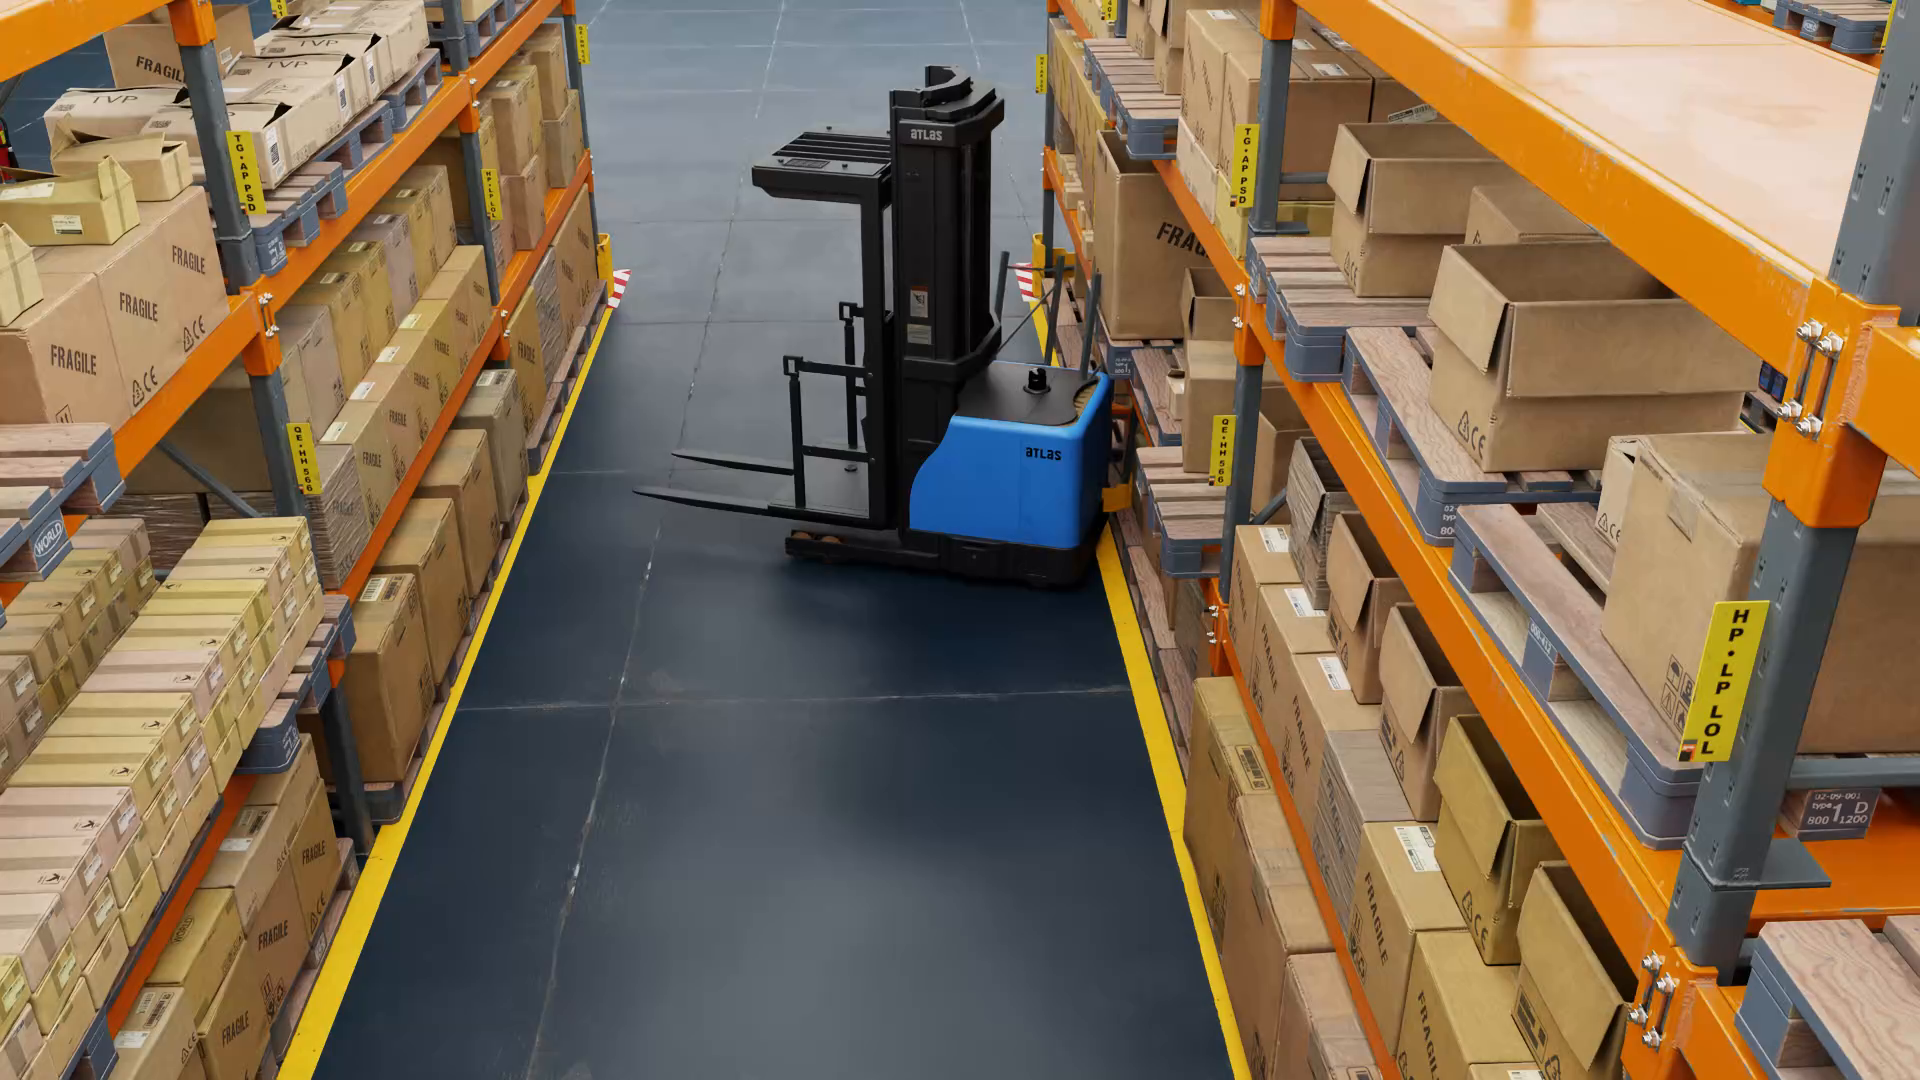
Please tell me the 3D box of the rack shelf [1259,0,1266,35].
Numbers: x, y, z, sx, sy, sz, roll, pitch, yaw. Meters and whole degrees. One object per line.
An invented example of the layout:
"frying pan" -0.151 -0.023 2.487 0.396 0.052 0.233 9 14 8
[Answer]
"rack shelf" 1.554 -3.004 7.990 1.077 0.370 4.000 -1 28 -3

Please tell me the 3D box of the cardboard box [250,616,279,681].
"cardboard box" -2.787 0.411 6.214 0.380 0.149 0.250 -1 28 -1

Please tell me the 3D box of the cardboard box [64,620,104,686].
"cardboard box" -3.441 0.426 6.186 0.380 0.149 0.250 -2 28 -4

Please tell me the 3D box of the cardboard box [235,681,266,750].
"cardboard box" -2.780 0.647 6.084 0.380 0.149 0.250 -2 28 -3

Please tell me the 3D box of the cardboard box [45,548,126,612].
"cardboard box" -3.452 0.160 6.375 0.380 0.149 0.250 -2 28 -4

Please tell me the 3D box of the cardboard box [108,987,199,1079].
"cardboard box" -2.918 1.764 5.563 0.500 0.250 0.500 0 28 -1

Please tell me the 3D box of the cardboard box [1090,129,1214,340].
"cardboard box" 1.352 -1.846 9.943 1.000 1.000 1.000 -1 28 -2

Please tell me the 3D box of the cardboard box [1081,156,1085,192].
"cardboard box" 1.386 -2.842 12.526 0.875 0.500 0.500 -1 28 -3

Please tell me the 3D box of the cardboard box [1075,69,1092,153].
"cardboard box" 1.099 -3.047 11.837 0.500 0.500 0.500 -1 28 -3

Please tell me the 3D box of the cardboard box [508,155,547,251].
"cardboard box" -3.502 -2.434 12.010 0.875 0.550 0.550 -1 28 -3

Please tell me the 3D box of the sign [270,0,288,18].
"sign" -4.063 -3.271 9.891 0.100 0.325 0.005 -1 28 -3

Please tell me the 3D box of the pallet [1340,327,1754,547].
"pallet" 1.807 -0.351 5.140 1.003 0.211 1.213 0 28 0

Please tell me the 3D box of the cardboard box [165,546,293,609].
"cardboard box" -2.805 0.149 6.396 0.380 0.149 0.250 -2 28 -3

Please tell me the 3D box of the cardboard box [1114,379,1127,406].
"cardboard box" 1.432 -1.292 12.233 0.500 0.500 0.500 7 28 14

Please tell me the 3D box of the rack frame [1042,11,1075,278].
"rack frame" 1.241 -3.612 14.431 1.000 3.000 0.127 -1 28 -3

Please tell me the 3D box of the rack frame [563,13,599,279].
"rack frame" -3.717 -3.539 14.291 1.000 3.000 0.127 -1 28 -3

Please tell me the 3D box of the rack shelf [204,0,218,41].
"rack shelf" -3.404 -2.931 7.850 1.077 0.370 4.000 -1 28 -3

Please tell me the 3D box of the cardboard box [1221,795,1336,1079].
"cardboard box" 1.713 1.570 6.340 1.225 0.875 0.875 -1 28 -2

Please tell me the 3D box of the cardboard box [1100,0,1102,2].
"cardboard box" 1.122 -3.587 10.871 0.380 0.149 0.250 -3 28 -5

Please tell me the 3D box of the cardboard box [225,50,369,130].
"cardboard box" -3.171 -2.173 7.963 0.500 0.311 0.500 -2 28 -4

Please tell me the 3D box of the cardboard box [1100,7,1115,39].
"cardboard box" 1.166 -3.232 10.622 0.500 0.250 0.500 0 28 -1

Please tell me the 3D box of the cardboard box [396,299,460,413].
"cardboard box" -3.161 -1.034 9.381 0.500 0.500 0.500 -1 28 -2

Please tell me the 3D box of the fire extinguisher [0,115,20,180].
"fire extinguisher" -8.201 -3.402 14.113 0.296 0.674 0.183 -1 28 -3

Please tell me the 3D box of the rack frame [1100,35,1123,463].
"rack frame" 1.450 -1.764 10.889 1.000 3.000 0.127 -1 28 -3

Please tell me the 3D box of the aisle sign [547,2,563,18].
"aisle sign" -3.421 -4.731 13.766 0.394 0.787 0.004 -1 28 -3

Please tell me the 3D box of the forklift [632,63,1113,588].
"forklift" -0.604 -1.379 10.225 3.031 2.935 1.130 8 28 14

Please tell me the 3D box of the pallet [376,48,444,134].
"pallet" -3.411 -2.514 9.290 0.805 0.209 1.217 -2 28 -5

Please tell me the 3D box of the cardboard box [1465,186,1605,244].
"cardboard box" 1.896 -0.801 5.237 0.500 0.500 0.500 0 28 0

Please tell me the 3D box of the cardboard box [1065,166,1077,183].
"cardboard box" 1.050 -2.901 13.339 0.380 0.149 0.250 -1 28 -3

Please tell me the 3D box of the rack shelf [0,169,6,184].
"rack shelf" -8.551 -2.130 12.368 1.077 0.370 4.000 -1 28 -3

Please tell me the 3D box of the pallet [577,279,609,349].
"pallet" -3.597 -1.935 14.231 1.003 0.211 1.213 -1 28 -3

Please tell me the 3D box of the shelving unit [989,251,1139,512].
"shelving unit" 0.674 -1.043 10.825 0.587 1.500 1.083 -2 17 -33

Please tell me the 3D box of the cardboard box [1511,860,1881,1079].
"cardboard box" 1.826 1.146 4.116 0.797 0.503 0.637 -2 28 -4

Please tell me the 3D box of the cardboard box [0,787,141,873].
"cardboard box" -2.721 0.875 5.004 0.380 0.149 0.250 0 28 -1

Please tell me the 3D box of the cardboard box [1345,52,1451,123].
"cardboard box" 1.891 -1.736 6.943 0.500 0.500 0.500 -1 28 -2

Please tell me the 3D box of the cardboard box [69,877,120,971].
"cardboard box" -2.712 1.120 4.855 0.380 0.149 0.250 0 28 -1

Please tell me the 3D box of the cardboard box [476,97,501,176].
"cardboard box" -3.638 -2.659 11.275 0.875 0.550 0.550 -1 28 -3

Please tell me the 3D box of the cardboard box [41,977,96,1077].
"cardboard box" -2.694 1.376 4.686 0.380 0.149 0.250 -1 28 -2

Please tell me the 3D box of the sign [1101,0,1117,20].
"sign" 0.909 -3.307 10.044 0.100 0.325 0.005 -1 28 -3

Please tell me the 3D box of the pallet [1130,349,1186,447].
"pallet" 1.515 -0.745 9.143 1.003 0.211 1.213 -1 28 -3

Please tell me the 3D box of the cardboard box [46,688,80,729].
"cardboard box" -3.434 0.666 6.047 0.380 0.149 0.250 0 28 0

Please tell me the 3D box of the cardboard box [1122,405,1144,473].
"cardboard box" 1.461 -0.567 10.821 0.700 0.500 0.500 -3 28 -7

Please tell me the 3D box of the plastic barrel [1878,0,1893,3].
"plastic barrel" 6.451 -4.085 11.098 0.600 0.901 0.708 -1 28 -3

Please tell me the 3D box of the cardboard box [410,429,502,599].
"cardboard box" -3.340 -0.150 9.772 1.050 0.750 0.750 -1 28 -3

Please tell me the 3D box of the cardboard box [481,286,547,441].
"cardboard box" -3.471 -1.228 11.703 0.875 0.875 0.875 -1 28 -2

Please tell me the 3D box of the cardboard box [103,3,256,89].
"cardboard box" -3.670 -2.245 7.897 0.500 0.500 0.500 -1 28 -3

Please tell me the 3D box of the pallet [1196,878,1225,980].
"pallet" 1.625 1.685 7.291 1.003 0.211 1.213 -1 28 -3

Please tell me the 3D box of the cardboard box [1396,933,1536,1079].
"cardboard box" 1.552 1.448 4.622 0.500 0.500 0.500 -1 28 -1

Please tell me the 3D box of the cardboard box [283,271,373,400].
"cardboard box" -3.370 -1.010 8.253 0.700 0.500 0.500 -2 28 -3

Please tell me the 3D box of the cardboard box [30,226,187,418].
"cardboard box" -2.977 -0.730 5.555 0.500 0.500 0.500 -1 28 -3

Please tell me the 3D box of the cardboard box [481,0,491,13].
"cardboard box" -3.203 -3.436 10.561 0.380 0.149 0.250 -1 28 -2
